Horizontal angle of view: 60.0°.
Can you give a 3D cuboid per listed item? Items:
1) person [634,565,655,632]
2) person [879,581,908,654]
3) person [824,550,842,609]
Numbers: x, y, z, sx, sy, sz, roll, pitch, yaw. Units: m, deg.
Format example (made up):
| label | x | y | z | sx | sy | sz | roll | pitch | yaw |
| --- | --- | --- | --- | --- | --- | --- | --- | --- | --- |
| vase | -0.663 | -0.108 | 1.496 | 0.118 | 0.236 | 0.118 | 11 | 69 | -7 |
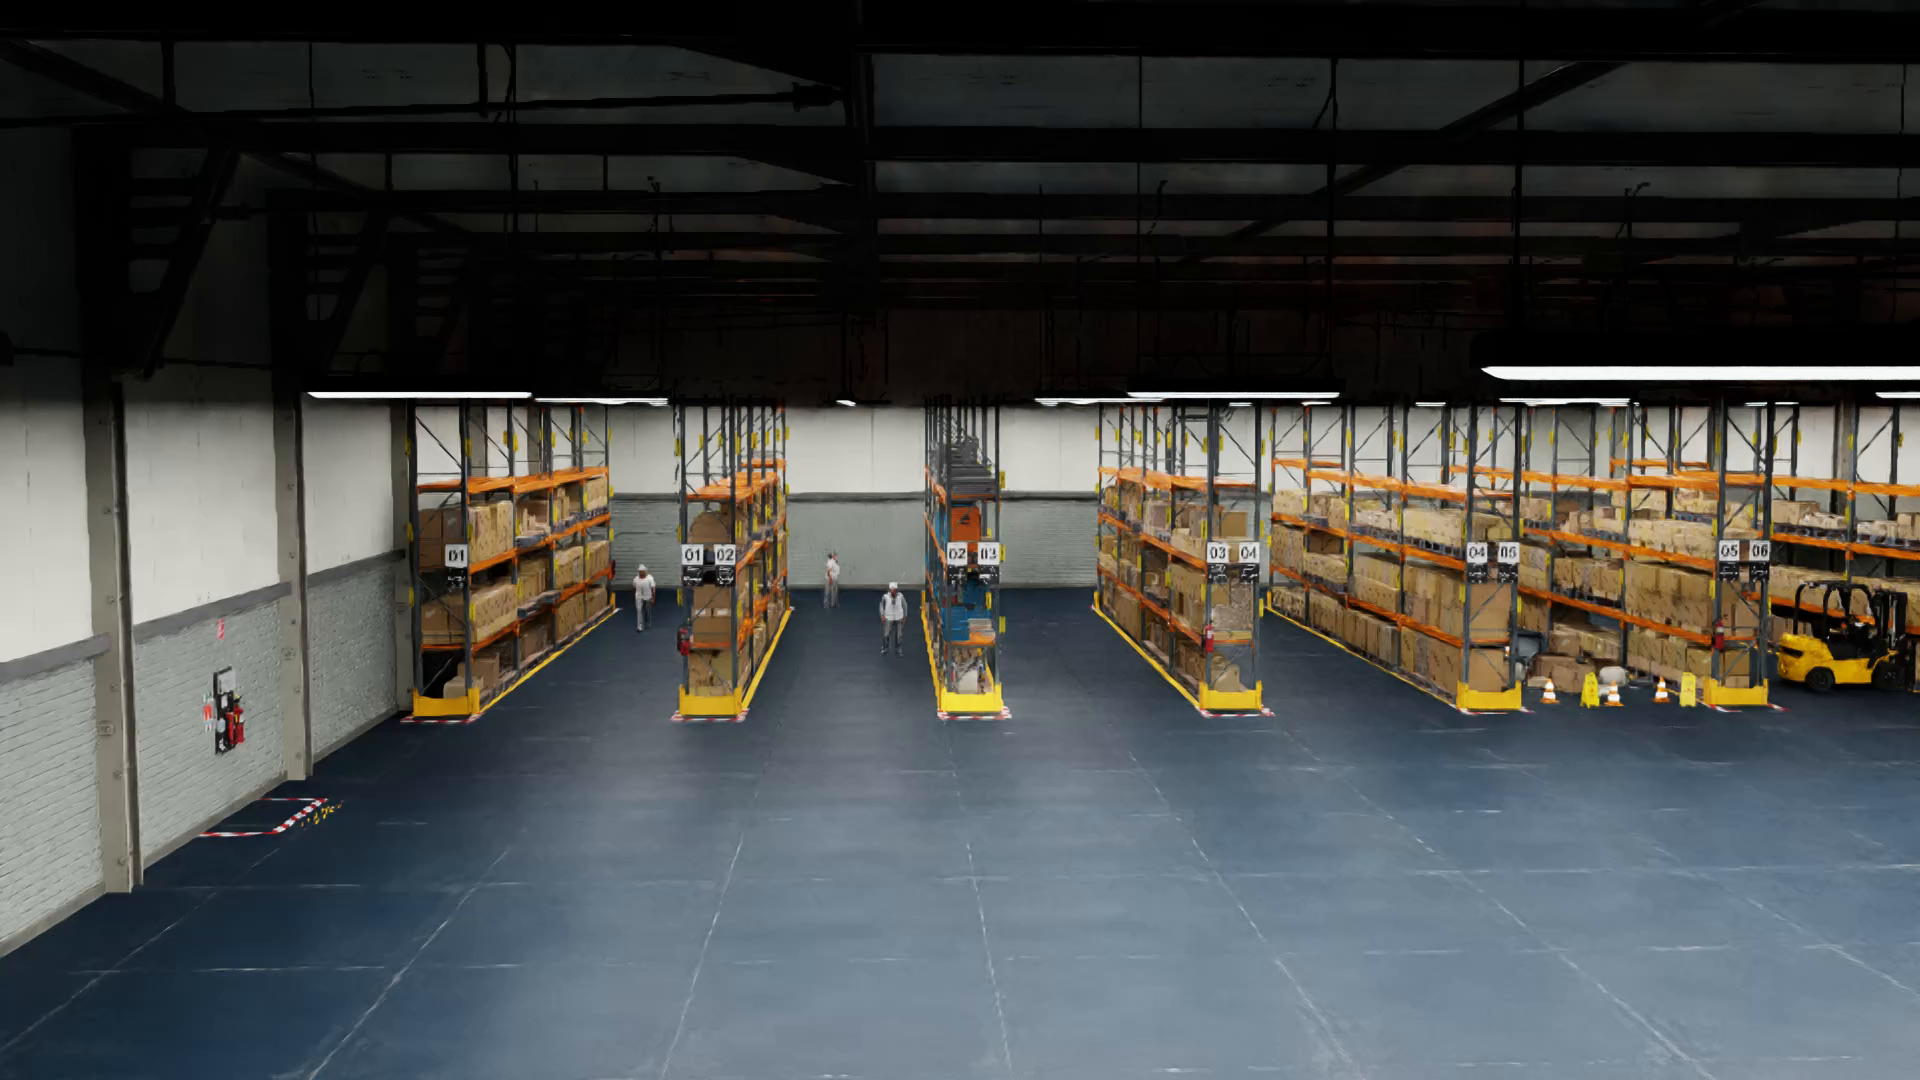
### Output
| label | x | y | z | sx | sy | sz | roll | pitch | yaw |
| --- | --- | --- | --- | --- | --- | --- | --- | --- | --- |
| person | -8.136 | 1.484 | 42.853 | 0.591 | 1.716 | 1.042 | 0 | 5 | -4 |
| person | -1.553 | 1.813 | 38.689 | 0.677 | 1.726 | 0.574 | 0 | 5 | -4 |
| person | -3.670 | 1.125 | 47.594 | 0.422 | 1.668 | 0.606 | 2 | 5 | 18 |
